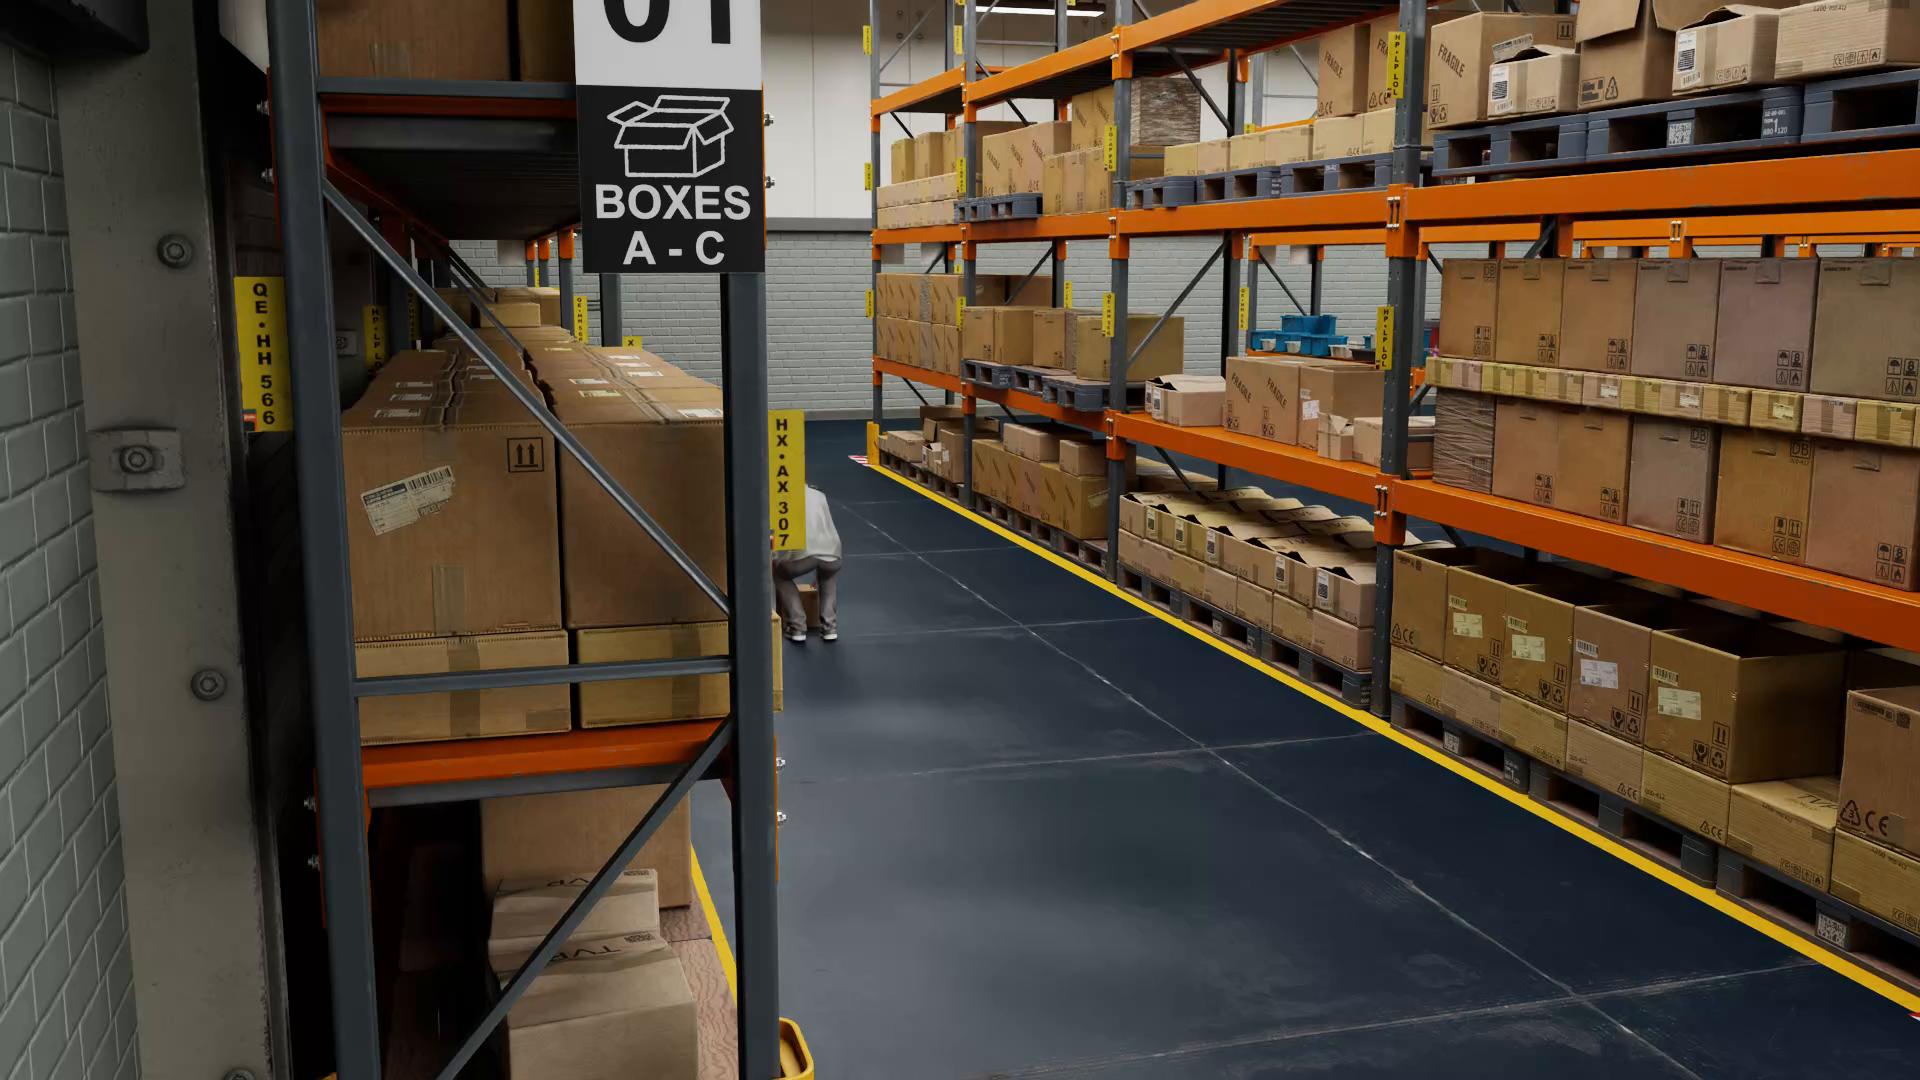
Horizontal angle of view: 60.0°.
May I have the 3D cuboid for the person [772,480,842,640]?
[{"bbox_3d":[-1.021,0.116,10.854,0.461,1.061,0.754,-3,10,-16],"label":"person"}]
